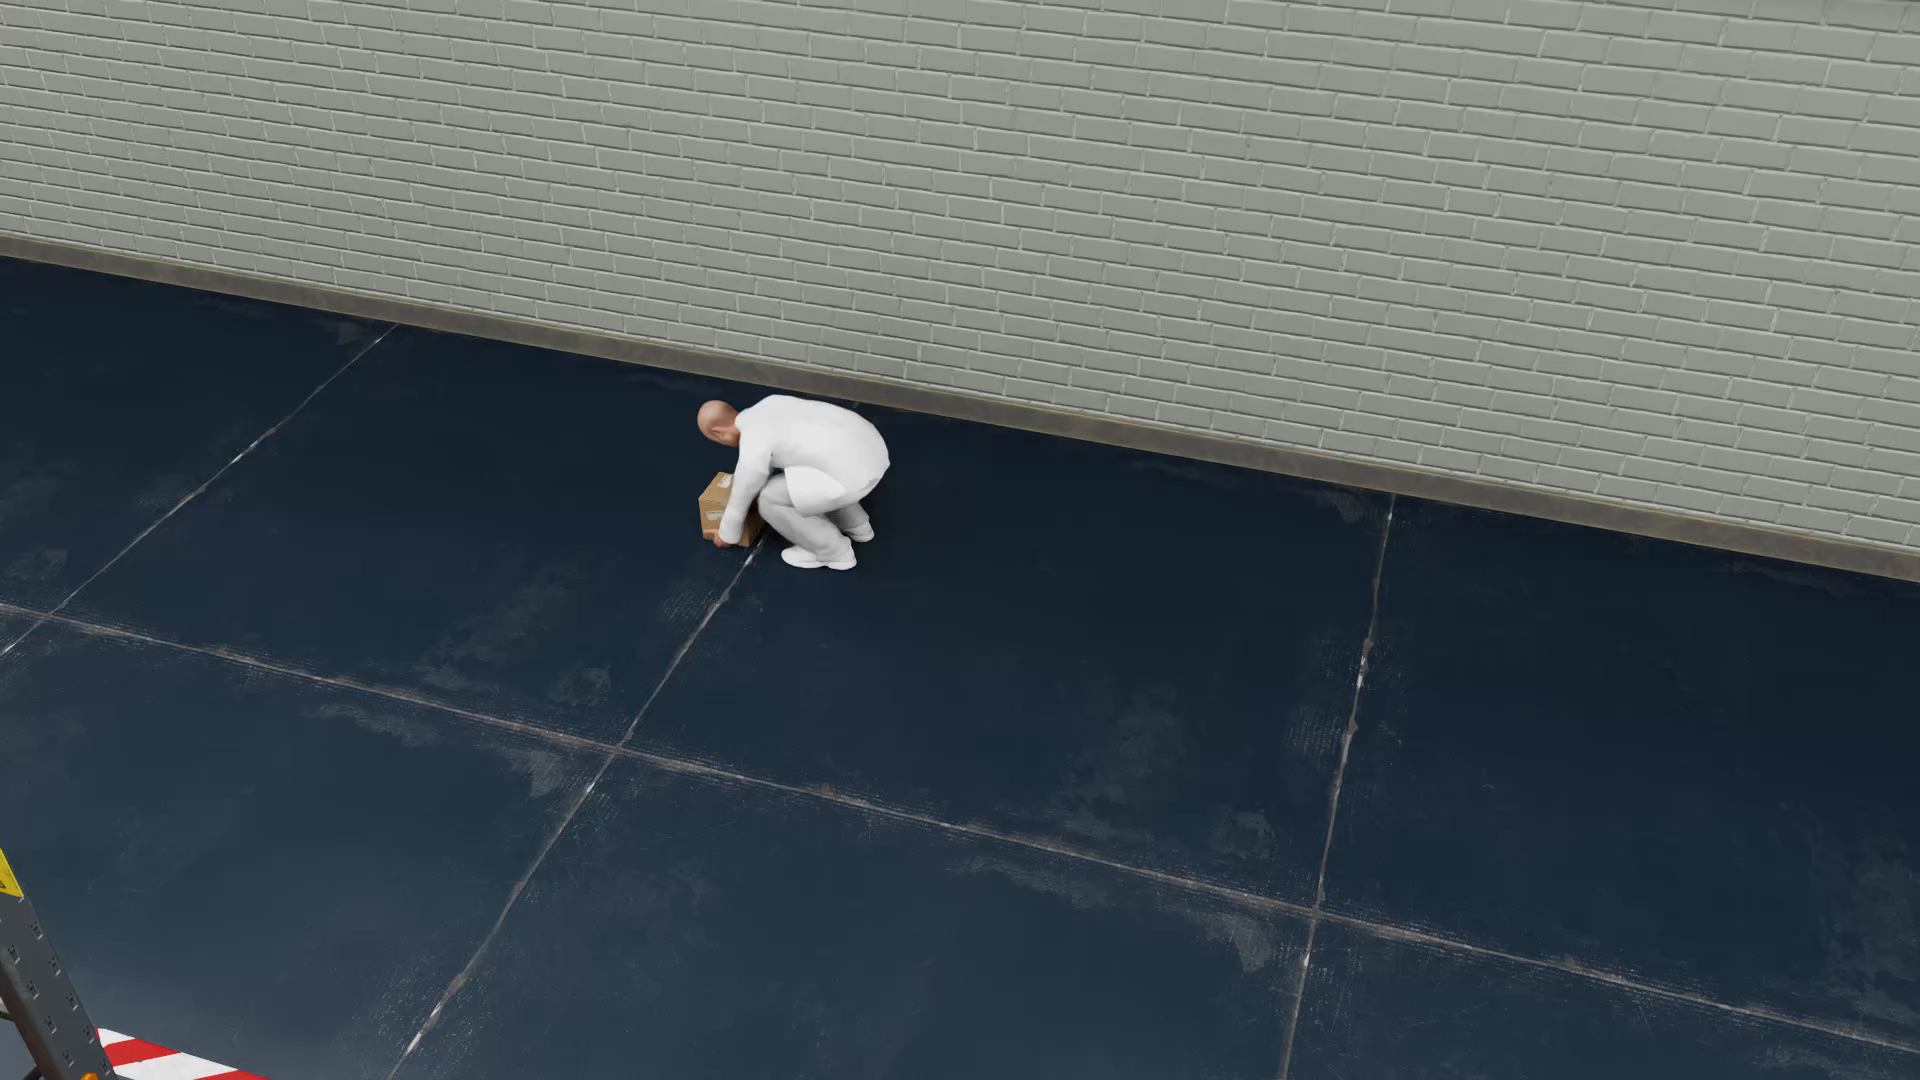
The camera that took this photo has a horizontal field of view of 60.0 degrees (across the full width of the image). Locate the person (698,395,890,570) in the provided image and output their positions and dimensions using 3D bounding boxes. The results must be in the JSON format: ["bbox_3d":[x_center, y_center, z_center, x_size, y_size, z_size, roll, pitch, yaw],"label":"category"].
[{"bbox_3d":[-0.805,-0.301,8.155,0.942,0.811,0.577,10,38,13],"label":"person"}]
